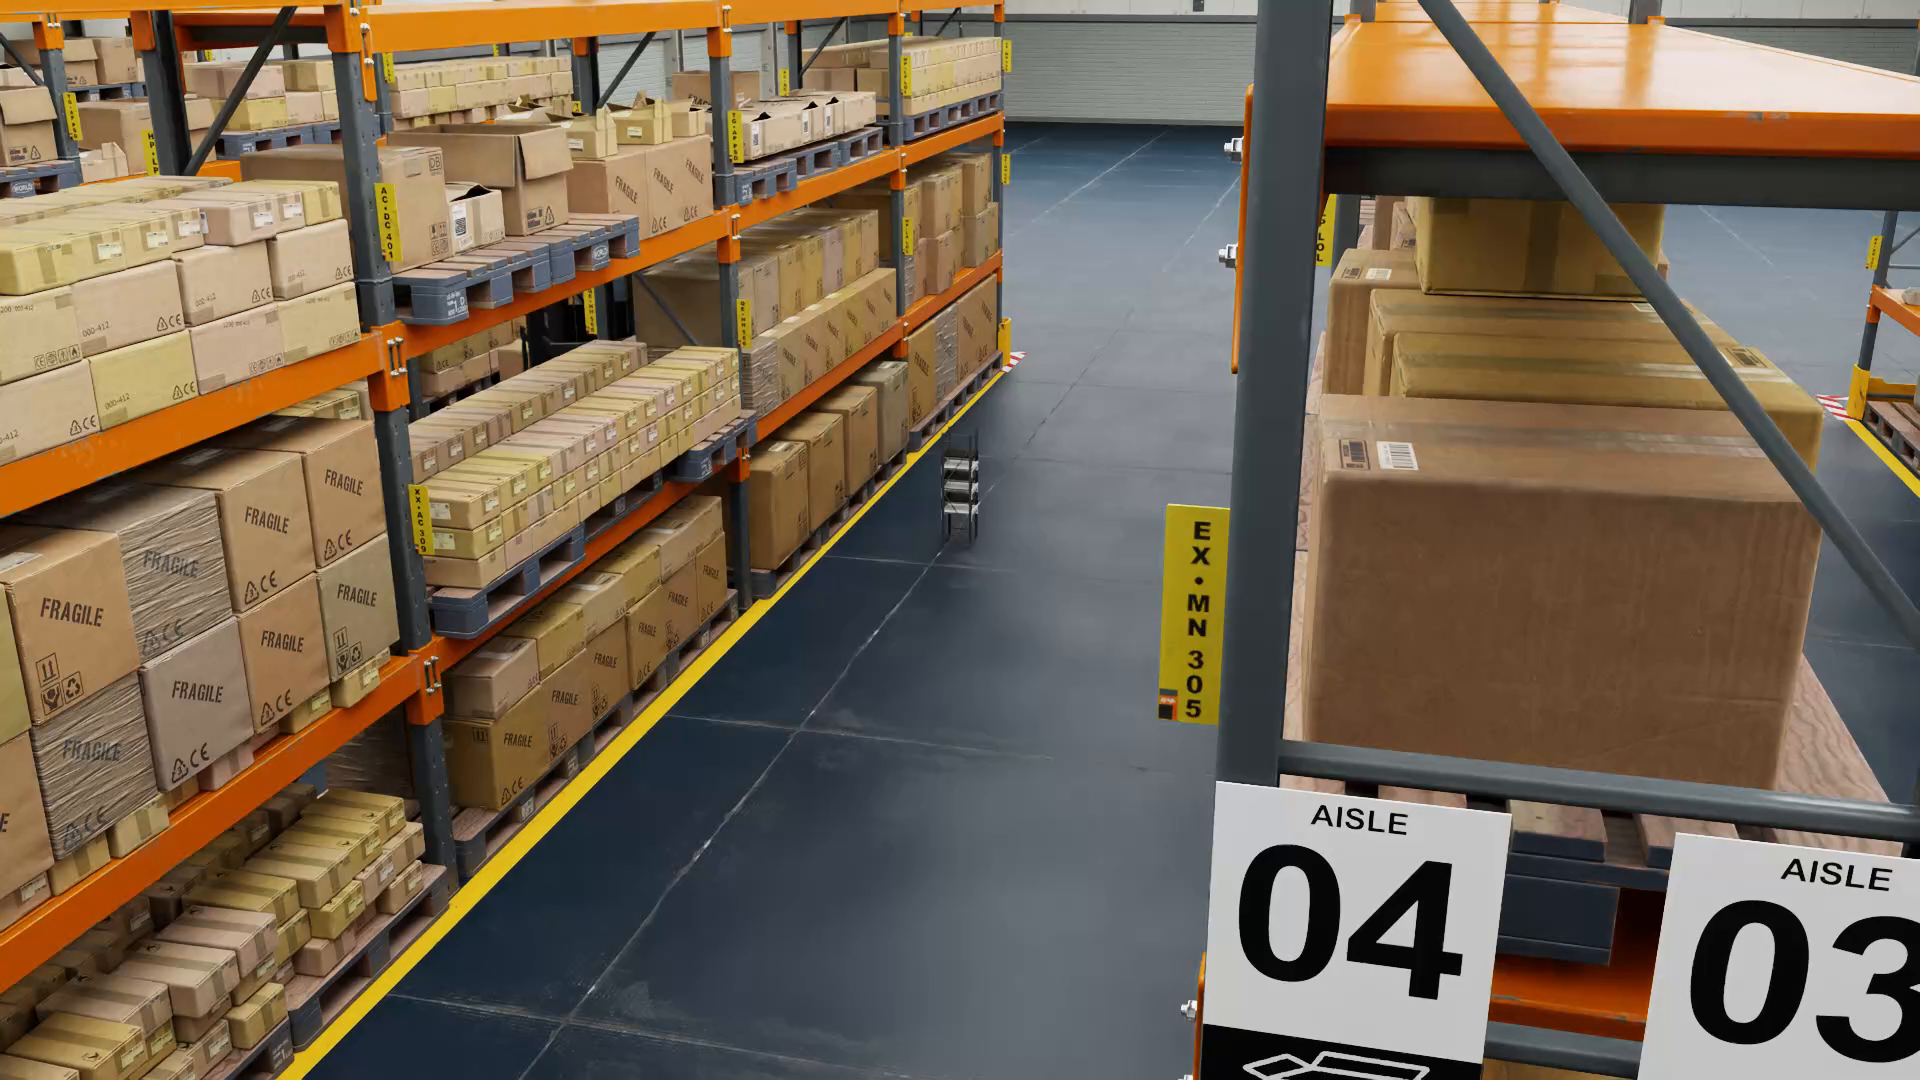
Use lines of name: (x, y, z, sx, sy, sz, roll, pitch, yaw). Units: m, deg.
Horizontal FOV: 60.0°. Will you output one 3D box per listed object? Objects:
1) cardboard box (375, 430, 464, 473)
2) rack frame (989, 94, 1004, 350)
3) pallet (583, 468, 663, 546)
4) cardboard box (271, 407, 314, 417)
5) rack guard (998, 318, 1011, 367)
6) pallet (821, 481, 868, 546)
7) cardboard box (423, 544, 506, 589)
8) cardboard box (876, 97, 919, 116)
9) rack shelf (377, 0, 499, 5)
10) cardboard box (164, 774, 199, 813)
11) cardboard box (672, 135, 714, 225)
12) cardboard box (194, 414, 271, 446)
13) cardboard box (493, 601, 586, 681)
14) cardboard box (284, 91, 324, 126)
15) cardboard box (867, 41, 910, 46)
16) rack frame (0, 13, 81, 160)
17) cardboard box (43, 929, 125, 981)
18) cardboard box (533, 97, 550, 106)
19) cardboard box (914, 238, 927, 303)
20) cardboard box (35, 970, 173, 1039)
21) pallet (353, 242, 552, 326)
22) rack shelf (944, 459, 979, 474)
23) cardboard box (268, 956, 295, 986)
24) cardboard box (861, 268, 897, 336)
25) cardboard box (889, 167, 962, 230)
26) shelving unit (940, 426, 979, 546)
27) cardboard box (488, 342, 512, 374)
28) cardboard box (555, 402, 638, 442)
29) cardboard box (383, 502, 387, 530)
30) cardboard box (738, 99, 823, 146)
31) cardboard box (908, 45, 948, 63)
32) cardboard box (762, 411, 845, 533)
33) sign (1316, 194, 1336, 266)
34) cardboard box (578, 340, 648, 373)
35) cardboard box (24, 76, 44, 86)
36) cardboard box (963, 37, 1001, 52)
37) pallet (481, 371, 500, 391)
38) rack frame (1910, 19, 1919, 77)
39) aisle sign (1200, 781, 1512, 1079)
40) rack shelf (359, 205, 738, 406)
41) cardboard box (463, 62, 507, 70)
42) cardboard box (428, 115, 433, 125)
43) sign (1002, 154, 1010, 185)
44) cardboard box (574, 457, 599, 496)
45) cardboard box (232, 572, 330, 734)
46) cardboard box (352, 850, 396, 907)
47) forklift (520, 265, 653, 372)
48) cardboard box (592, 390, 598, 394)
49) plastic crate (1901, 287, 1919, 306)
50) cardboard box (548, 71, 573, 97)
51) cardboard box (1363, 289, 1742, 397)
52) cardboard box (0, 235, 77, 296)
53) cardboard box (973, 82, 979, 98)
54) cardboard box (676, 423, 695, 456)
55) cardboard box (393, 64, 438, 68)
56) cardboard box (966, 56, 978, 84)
cardboard box: (-2.848, -0.470, 8.743, 0.380, 0.149, 0.250, 5, 19, 13)
rack frame: (-0.019, -3.482, 18.740, 1.000, 3.000, 0.127, 5, 19, 13)
pallet: (-2.417, -0.260, 9.604, 1.003, 0.211, 1.213, 5, 19, 13)
cardboard box: (-6.287, -0.934, 14.697, 0.950, 0.372, 0.625, 5, 20, 15)
rack guard: (-0.013, -2.306, 19.166, 1.175, 0.500, 0.348, 5, 19, 13)
pallet: (-1.407, -0.277, 13.672, 1.003, 0.211, 1.213, 5, 19, 13)
cardboard box: (-2.408, 0.113, 7.956, 0.380, 0.149, 0.250, 4, 19, 11)
cardboard box: (-0.577, -3.862, 14.797, 0.380, 0.149, 0.250, 4, 19, 12)
rack shelf: (-5.332, -5.711, 17.104, 1.077, 0.370, 4.000, 5, 19, 13)
cardboard box: (-3.112, 0.917, 6.251, 0.380, 0.149, 0.250, 4, 19, 13)
cardboard box: (-1.866, -2.242, 10.315, 0.500, 0.500, 0.500, 5, 19, 13)
cardboard box: (-3.297, -0.259, 7.145, 0.500, 0.500, 0.500, 5, 20, 15)
cardboard box: (-2.386, 0.531, 9.050, 0.500, 0.250, 0.500, 5, 20, 15)
cardboard box: (-5.951, -3.782, 14.560, 0.500, 0.250, 0.500, 5, 19, 14)
cardboard box: (-0.720, -4.928, 16.684, 0.380, 0.149, 0.250, 4, 19, 13)
rack frame: (-6.798, -4.172, 11.481, 1.000, 3.000, 0.127, 5, 19, 13)
cardboard box: (-3.544, 1.654, 6.546, 0.380, 0.149, 0.250, 4, 19, 11)
cardboard box: (-4.786, -4.846, 18.484, 0.380, 0.149, 0.250, 5, 20, 15)
cardboard box: (-0.805, -2.590, 15.896, 0.875, 0.550, 0.550, 5, 19, 13)
cardboard box: (-3.199, 1.764, 6.222, 0.380, 0.149, 0.250, 5, 19, 14)
pallet: (-2.696, -1.236, 7.816, 1.213, 0.211, 1.003, 5, 19, 13)
rack shelf: (-0.002, -0.562, 12.987, 0.258, 0.077, 0.200, 5, 19, 13)
cardboard box: (-3.045, 1.815, 6.993, 0.380, 0.149, 0.250, 4, 19, 12)
cardboard box: (-0.864, -2.091, 14.513, 0.500, 0.500, 0.500, 5, 19, 13)
cardboard box: (-0.464, -3.429, 16.685, 0.875, 0.550, 0.500, 5, 19, 13)
shelving unit: (-0.002, -0.423, 13.035, 0.258, 0.900, 0.210, 5, 19, 13)
cardboard box: (-5.168, -1.983, 17.957, 0.500, 0.250, 0.500, 4, 19, 13)
cardboard box: (-2.031, -0.659, 9.295, 0.380, 0.149, 0.250, 5, 20, 15)
cardboard box: (-2.982, -0.164, 8.306, 0.380, 0.149, 0.250, 5, 19, 14)
cardboard box: (-1.335, -3.125, 12.389, 0.500, 0.311, 0.500, 4, 19, 12)
cardboard box: (-0.330, -4.559, 15.604, 0.380, 0.149, 0.250, 5, 19, 14)
cardboard box: (-1.527, -0.566, 13.036, 1.050, 0.750, 0.750, 5, 19, 14)
sign: (1.306, -1.150, 5.986, 0.100, 0.325, 0.005, 5, 19, 13)
cardboard box: (-2.275, -1.205, 10.892, 0.380, 0.149, 0.250, 5, 19, 13)
cardboard box: (-10.043, -4.882, 17.784, 0.380, 0.149, 0.250, 5, 20, 15)
cardboard box: (0.228, -5.273, 17.695, 0.380, 0.149, 0.250, 5, 19, 14)
pallet: (-5.395, -1.864, 18.319, 1.003, 0.211, 1.213, 5, 19, 13)
rack frame: (9.569, -5.506, 15.386, 1.000, 3.000, 0.127, 5, 19, 13)
aisle sign: (0.549, 0.725, 2.401, 0.394, 0.787, 0.004, 5, 19, 13)
rack shelf: (-2.462, -1.426, 9.195, 1.077, 0.370, 4.000, 5, 19, 13)
cardboard box: (-5.052, -4.999, 17.696, 0.380, 0.149, 0.250, 4, 19, 12)
cardboard box: (-5.435, -4.130, 16.387, 0.380, 0.149, 0.250, 5, 19, 13)
sign: (0.504, -4.094, 18.376, 0.100, 0.325, 0.005, 5, 19, 13)
cardboard box: (-2.158, -0.357, 8.870, 0.380, 0.149, 0.250, 5, 20, 16)
cardboard box: (-2.923, 0.428, 6.679, 0.500, 0.500, 0.500, 4, 19, 12)
cardboard box: (-2.773, 1.499, 7.459, 0.380, 0.149, 0.250, 4, 19, 11)
forklift: (-3.226, -1.938, 14.328, 1.130, 2.935, 3.031, -8, 21, -23)
cardboard box: (-2.412, -0.890, 10.431, 0.380, 0.149, 0.250, 4, 19, 12)
plastic crate: (9.039, -2.287, 15.651, 0.298, 0.136, 0.250, 5, 19, 13)
cardboard box: (-4.707, -5.148, 18.751, 0.500, 0.250, 0.500, 4, 19, 13)
cardboard box: (1.266, -0.256, 3.697, 0.700, 0.500, 0.500, 3, 19, 10)
cardboard box: (-3.095, -0.886, 5.342, 0.380, 0.149, 0.250, 4, 19, 12)
cardboard box: (-0.020, -4.578, 16.894, 0.380, 0.149, 0.250, 4, 19, 13)
cardboard box: (-1.837, -0.627, 10.121, 0.380, 0.149, 0.250, 4, 19, 13)
cardboard box: (-5.669, -4.875, 17.334, 0.380, 0.149, 0.250, 5, 19, 14)
cardboard box: (-0.114, -4.727, 16.714, 0.500, 0.250, 0.500, 5, 19, 13)
